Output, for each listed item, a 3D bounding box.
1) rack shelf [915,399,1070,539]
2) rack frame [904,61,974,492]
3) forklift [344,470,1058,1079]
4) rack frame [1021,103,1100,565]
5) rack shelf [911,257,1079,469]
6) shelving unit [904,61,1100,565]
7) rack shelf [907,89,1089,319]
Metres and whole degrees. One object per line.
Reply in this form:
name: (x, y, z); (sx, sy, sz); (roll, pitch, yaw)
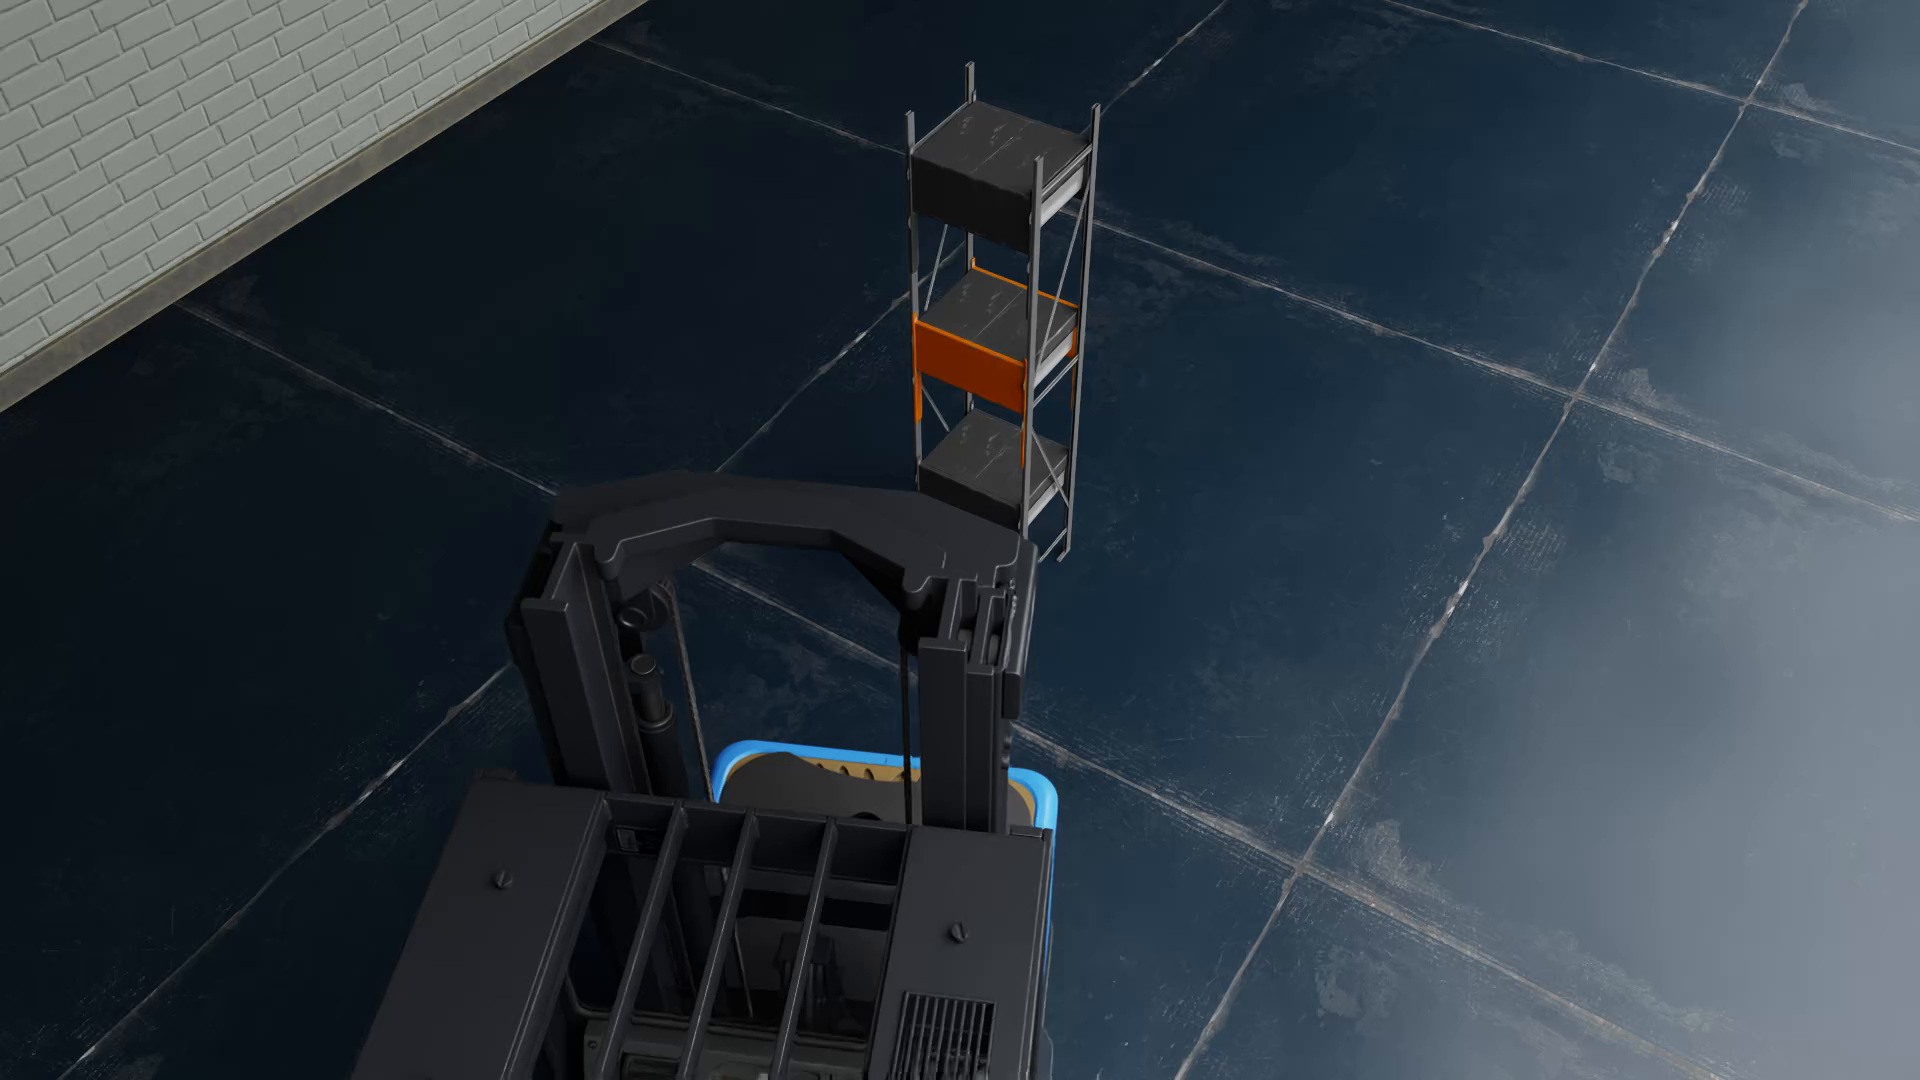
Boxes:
rack shelf: (0.139, -0.170, 6.668); (0.480, 0.518, 0.431); (25, 51, 22)
rack frame: (-0.066, -0.762, 6.248); (0.015, 2.100, 0.400); (25, 51, 22)
forklift: (-0.406, 1.403, 3.564); (1.130, 2.935, 3.031); (5, 46, 5)
rack frame: (0.345, -0.573, 6.065); (0.015, 2.100, 0.400); (25, 51, 22)
rack shelf: (0.139, -0.658, 6.166); (0.480, 0.518, 0.431); (25, 51, 22)
shelving unit: (0.139, -0.668, 6.157); (0.503, 2.100, 0.431); (25, 51, 22)
rack shelf: (0.139, -1.146, 5.664); (0.480, 0.518, 0.431); (25, 51, 22)
